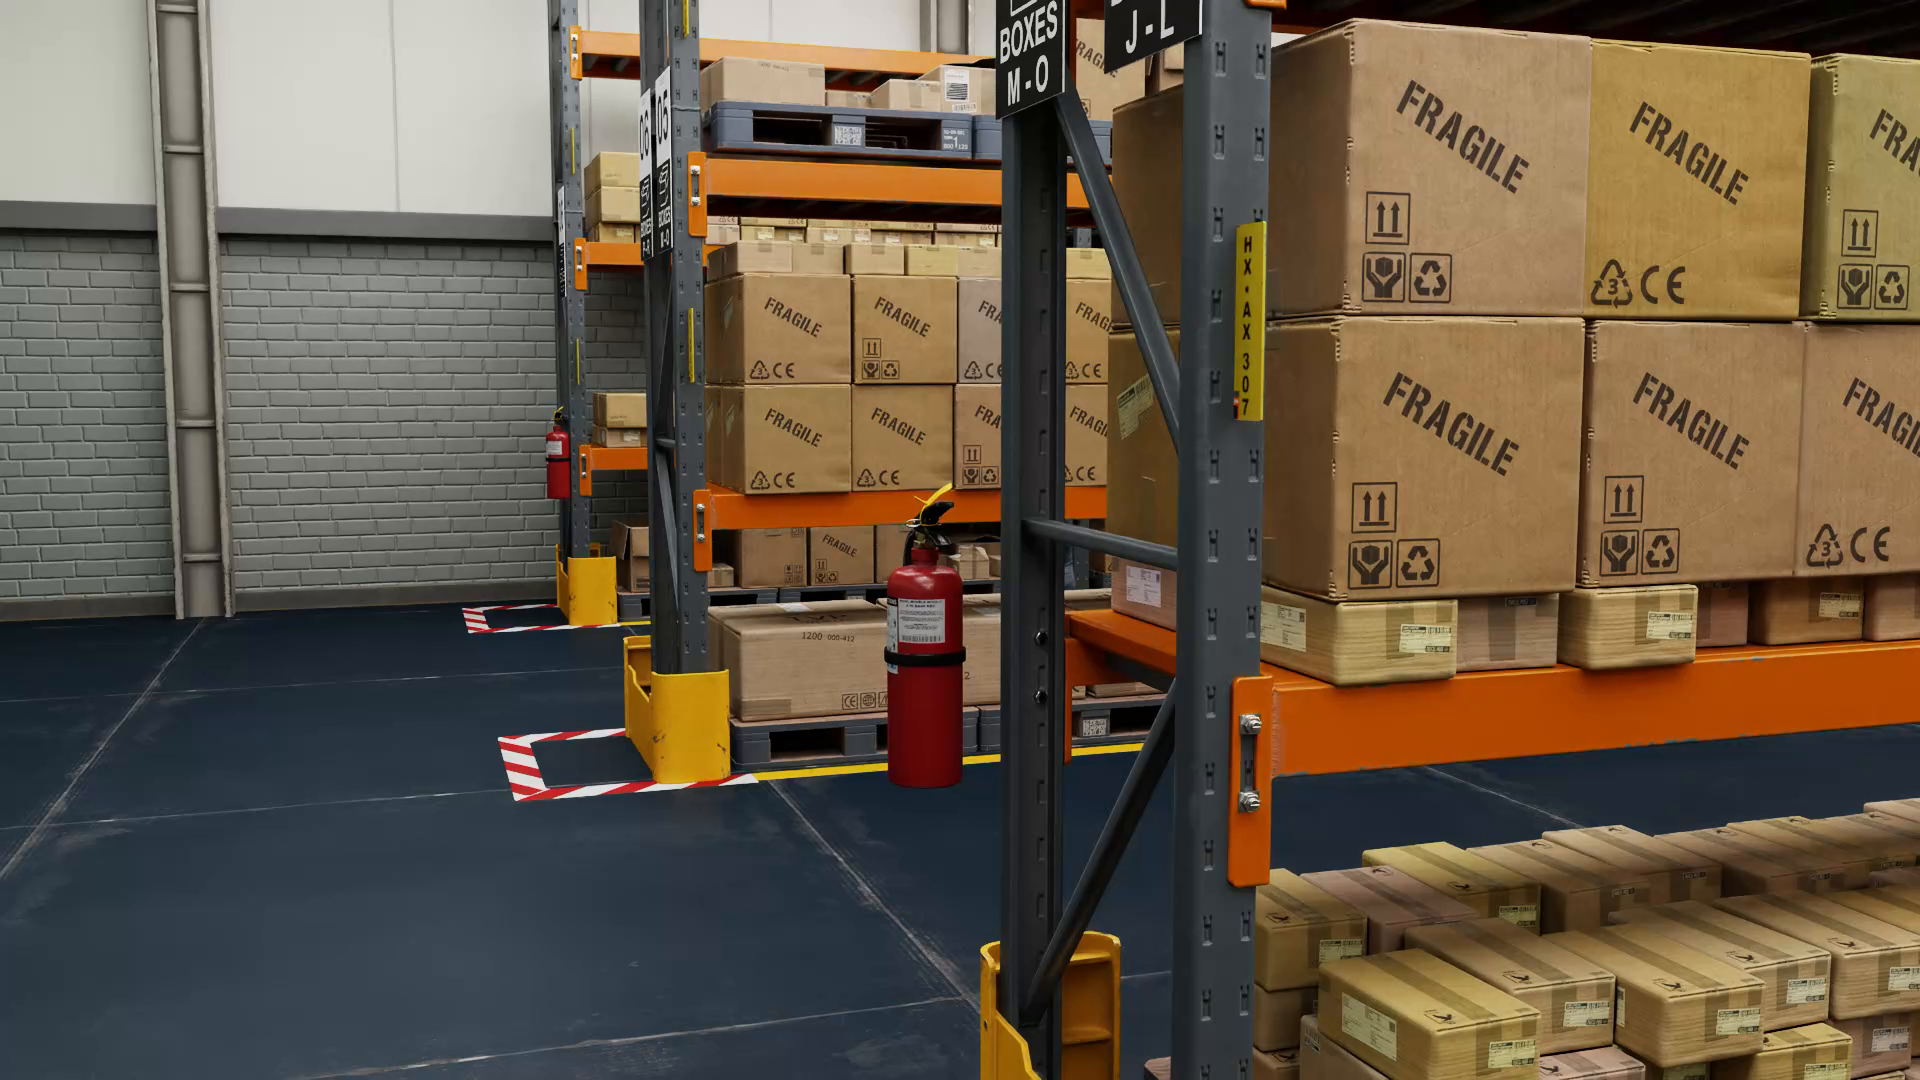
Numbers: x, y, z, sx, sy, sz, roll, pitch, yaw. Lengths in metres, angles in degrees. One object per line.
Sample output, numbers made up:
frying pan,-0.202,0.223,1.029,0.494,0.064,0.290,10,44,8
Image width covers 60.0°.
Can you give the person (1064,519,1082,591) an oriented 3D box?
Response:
person,0.594,-0.205,11.805,0.629,1.759,0.461,-2,6,-22
